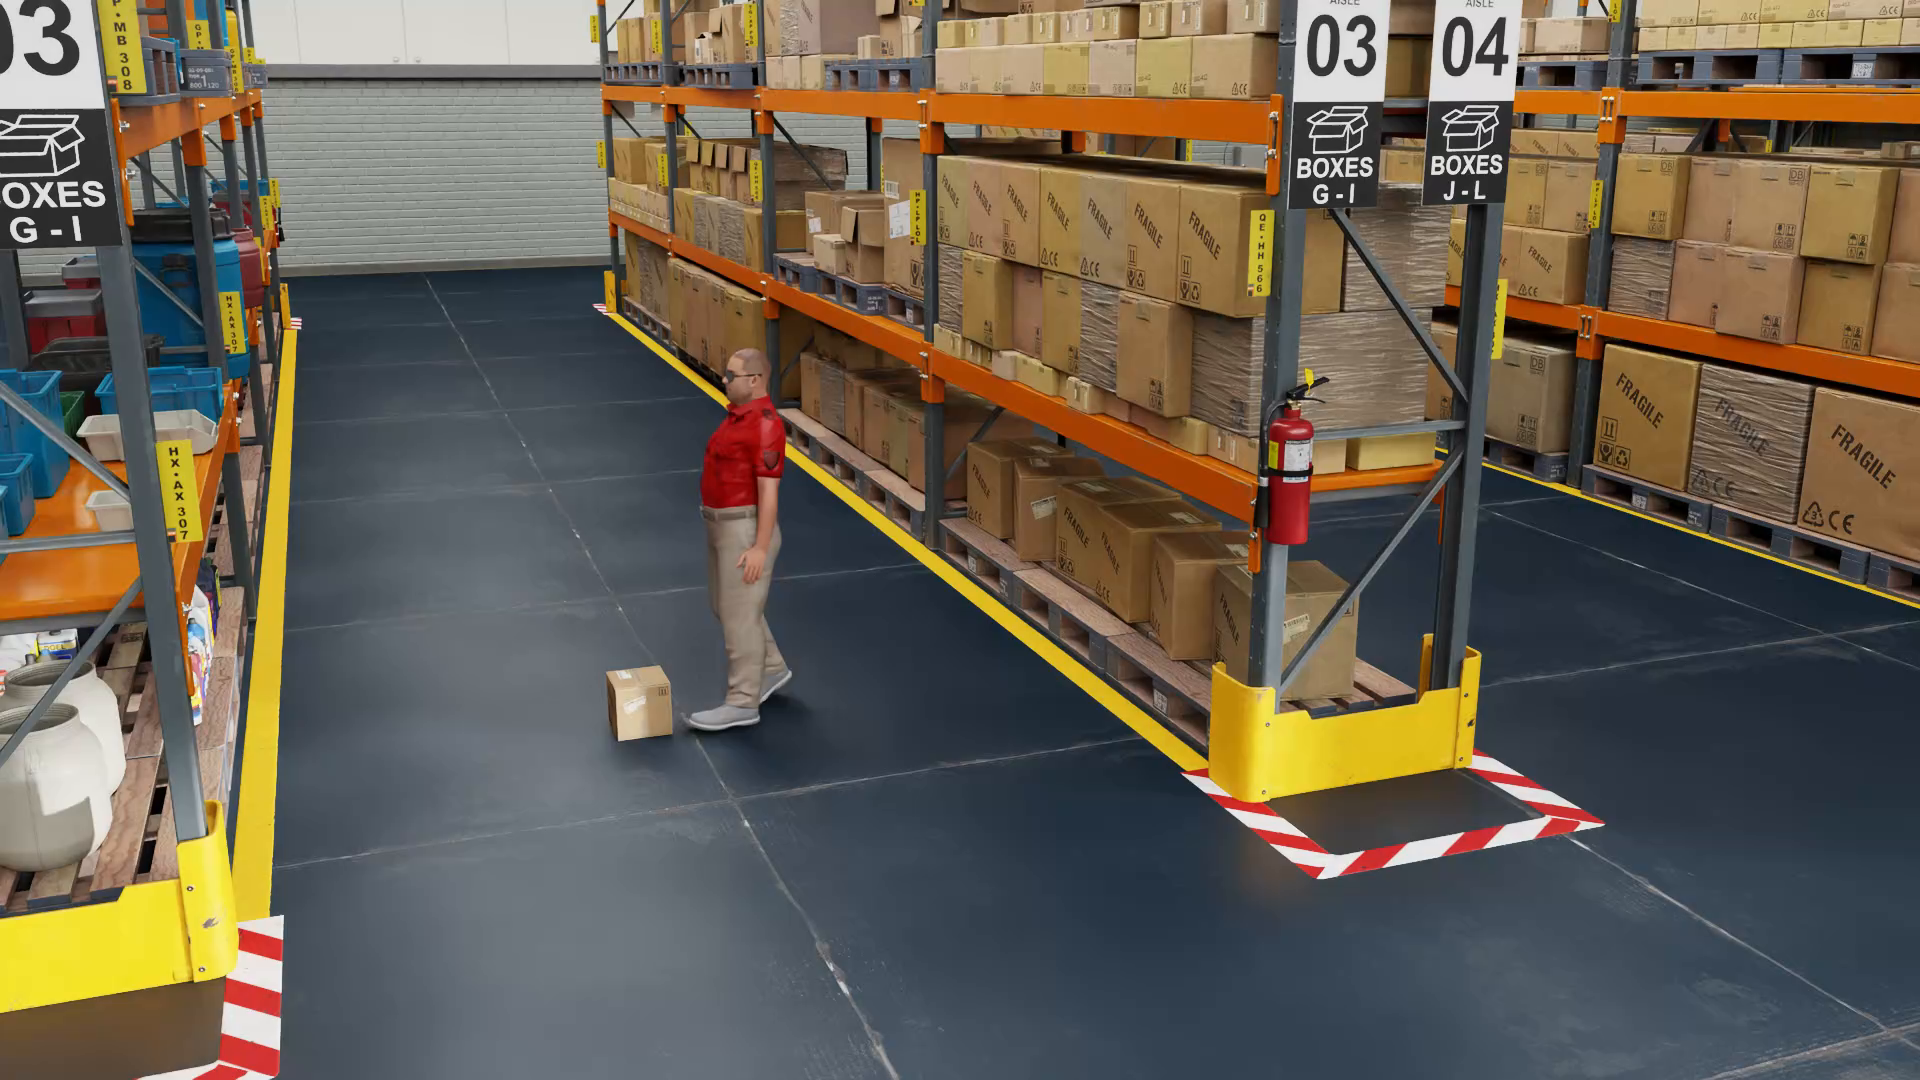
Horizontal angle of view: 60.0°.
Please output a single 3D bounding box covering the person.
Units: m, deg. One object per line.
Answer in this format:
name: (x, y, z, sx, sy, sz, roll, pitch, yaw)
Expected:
person: (-1.012, -0.001, 7.595, 0.569, 1.751, 0.555, -6, 17, -20)
